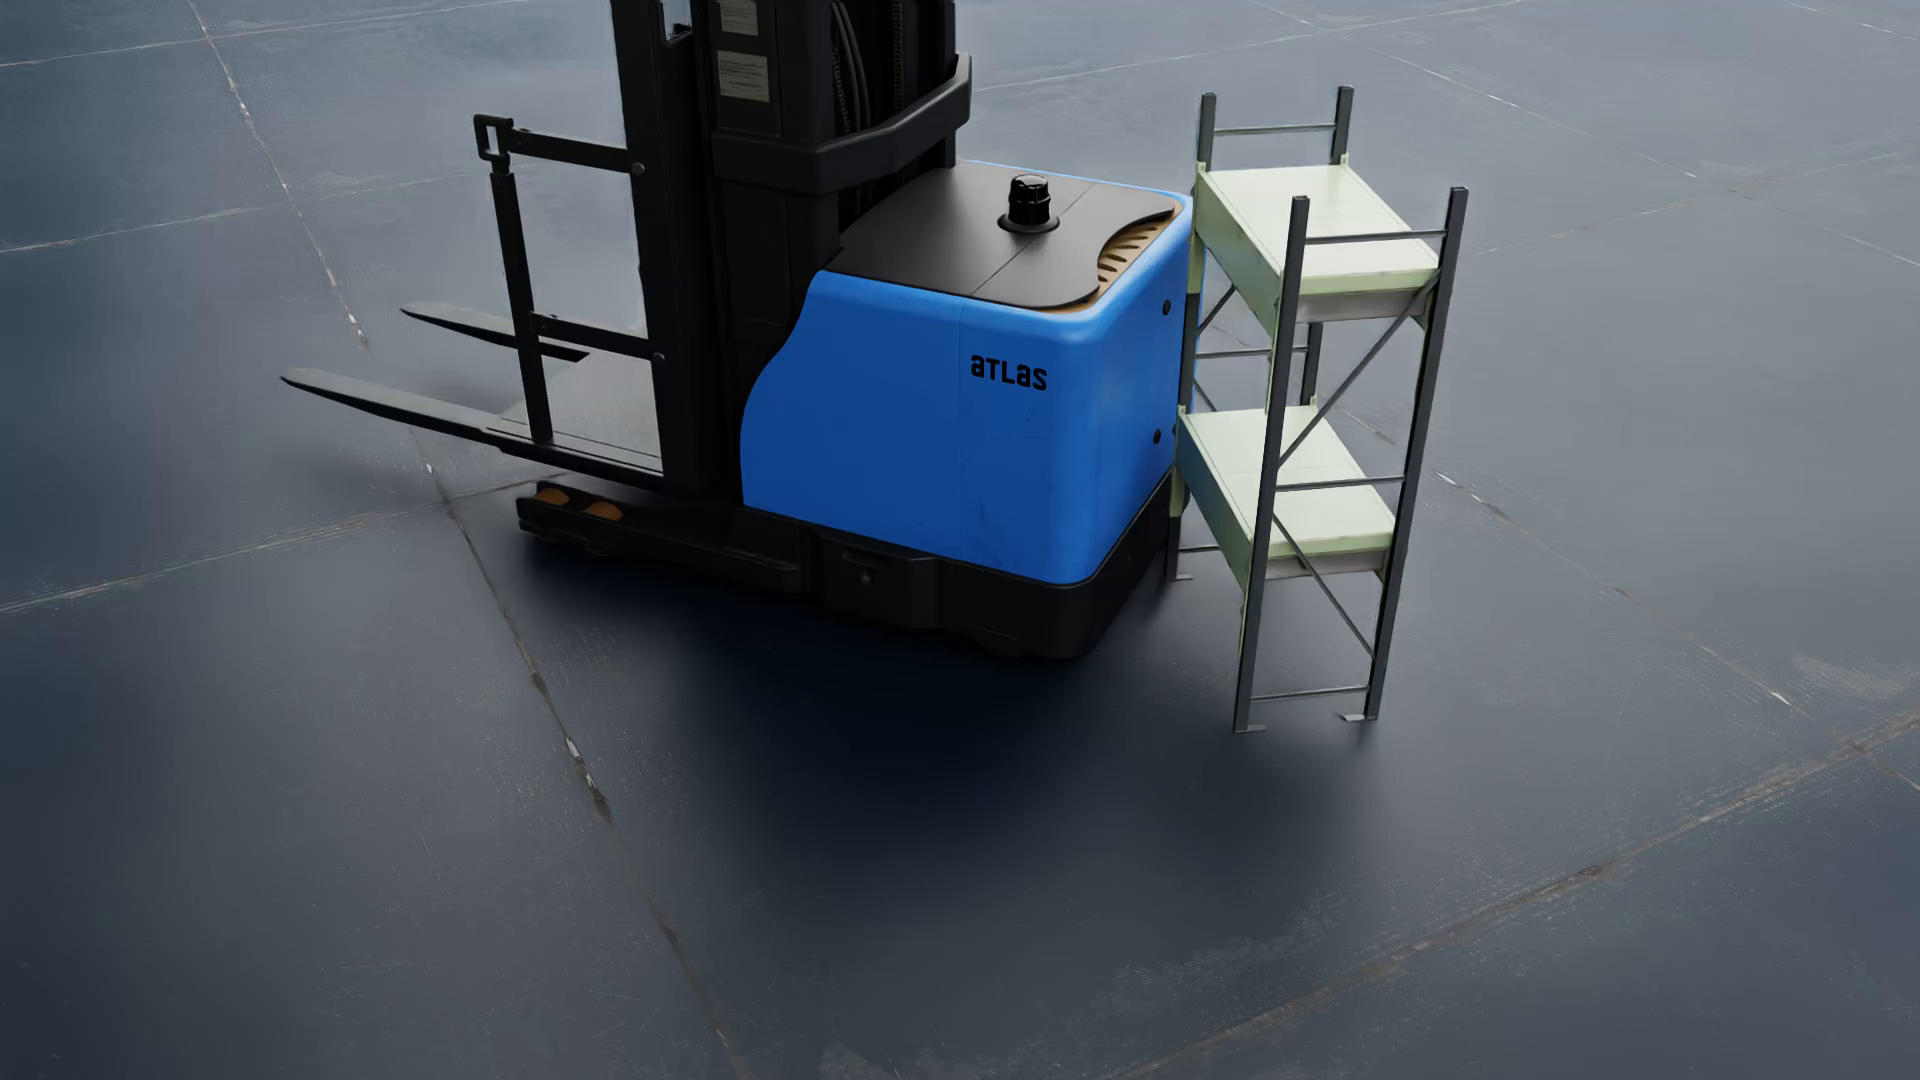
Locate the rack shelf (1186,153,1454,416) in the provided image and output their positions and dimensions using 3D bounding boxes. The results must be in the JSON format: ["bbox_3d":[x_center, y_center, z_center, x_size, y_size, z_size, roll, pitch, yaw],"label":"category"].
[{"bbox_3d":[0.874,-0.658,4.164,0.431,0.370,0.720,-5,33,-7],"label":"rack shelf"}]

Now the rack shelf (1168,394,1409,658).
[{"bbox_3d":[0.874,-0.055,4.550,0.431,0.370,0.720,-5,33,-7],"label":"rack shelf"}]

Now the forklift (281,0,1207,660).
[{"bbox_3d":[-0.824,-1.426,4.759,3.031,2.935,1.130,14,35,21],"label":"forklift"}]

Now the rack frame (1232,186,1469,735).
[{"bbox_3d":[0.929,-0.134,4.069,0.400,1.500,0.023,-5,33,-7],"label":"rack frame"}]

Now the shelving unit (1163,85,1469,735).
[{"bbox_3d":[0.874,-0.330,4.374,0.431,1.500,0.755,-5,33,-7],"label":"shelving unit"}]

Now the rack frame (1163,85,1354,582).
[{"bbox_3d":[0.819,-0.525,4.679,0.400,1.500,0.023,-5,33,-7],"label":"rack frame"}]
